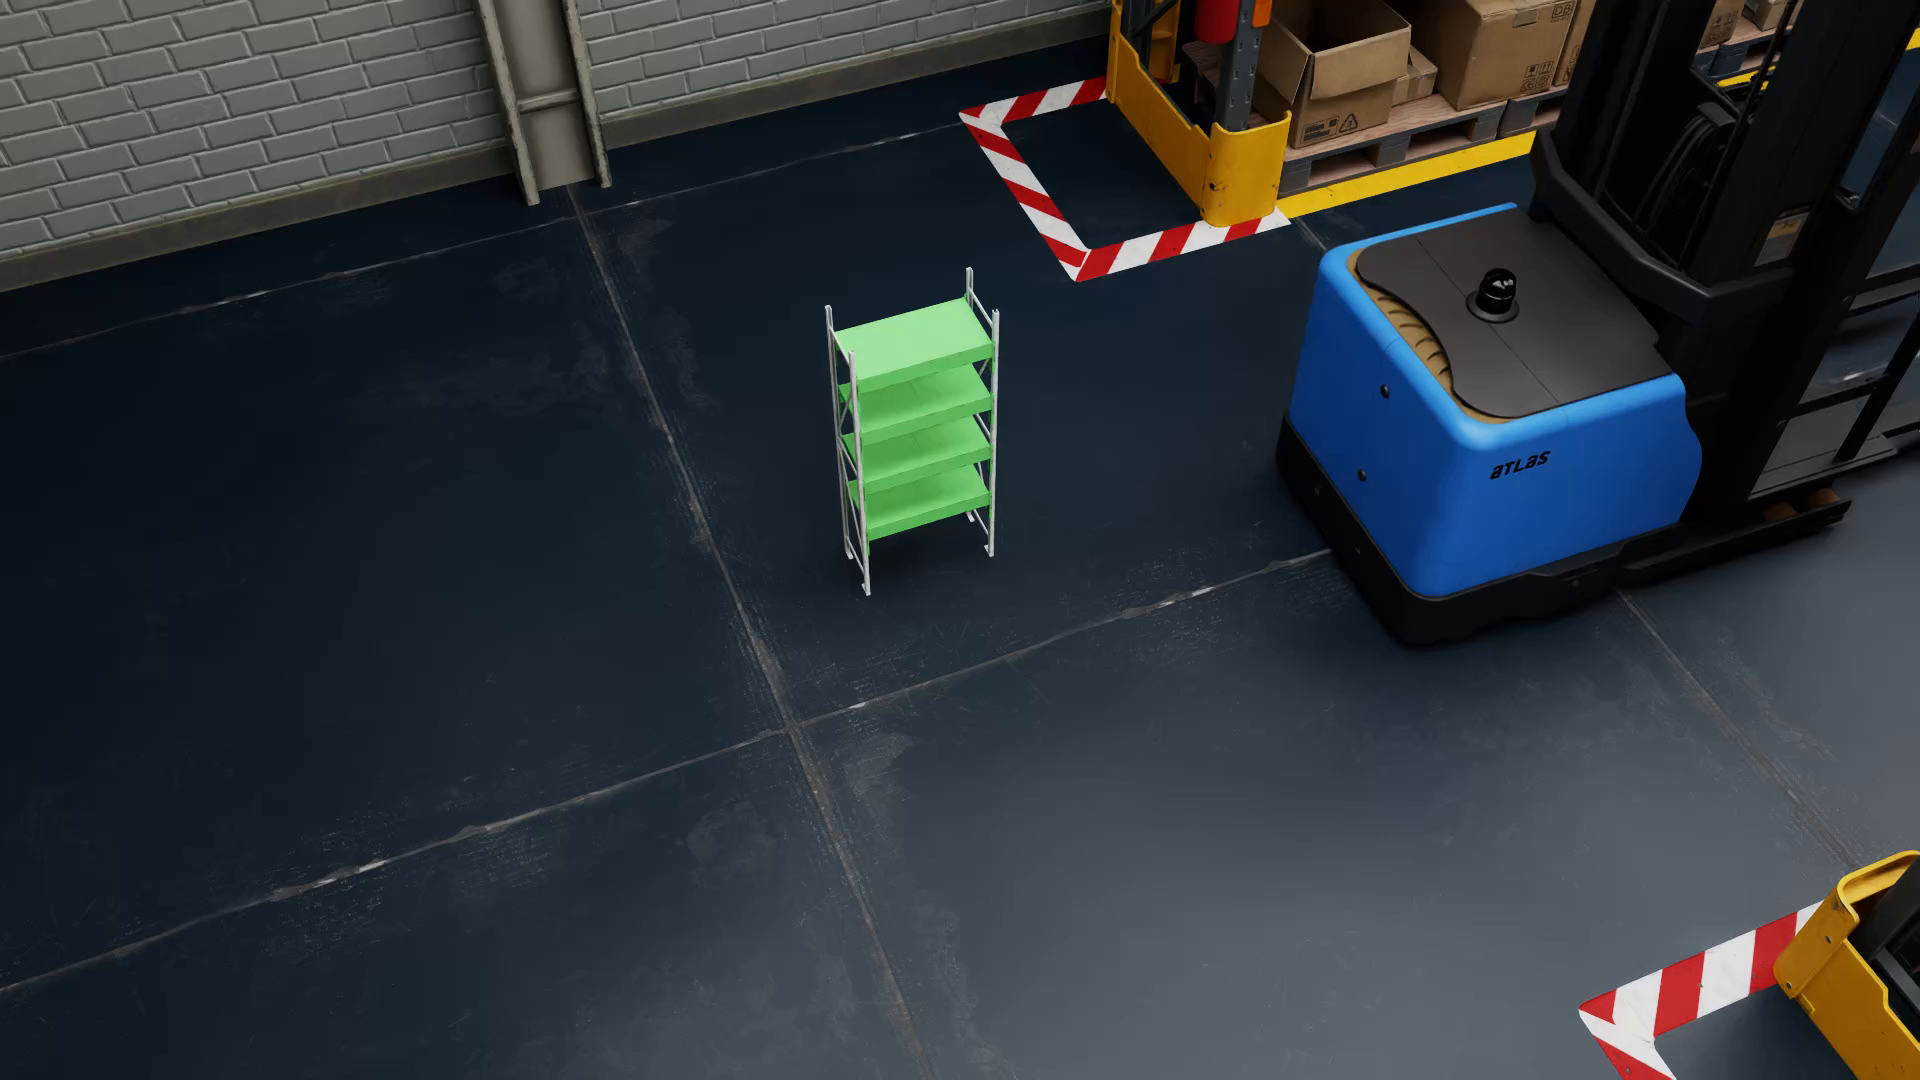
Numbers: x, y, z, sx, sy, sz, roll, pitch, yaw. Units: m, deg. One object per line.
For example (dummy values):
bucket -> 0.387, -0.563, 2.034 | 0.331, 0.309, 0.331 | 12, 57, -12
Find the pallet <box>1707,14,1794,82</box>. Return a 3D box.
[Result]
pallet -> 4.066, -2.842, 8.552 | 1.213, 0.211, 1.003 | -17, 52, -14

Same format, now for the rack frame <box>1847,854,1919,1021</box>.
rack frame -> 2.879, 0.685, 3.684 | 0.127, 3.000, 1.000 | -17, 52, -14

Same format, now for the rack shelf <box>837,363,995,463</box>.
rack shelf -> -0.153, -0.458, 5.620 | 0.480, 0.148, 0.258 | -17, 52, -14

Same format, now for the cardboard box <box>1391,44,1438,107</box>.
cardboard box -> 2.009, -2.211, 7.774 | 0.250, 0.149, 0.380 | -19, 52, -16

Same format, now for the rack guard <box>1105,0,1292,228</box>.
rack guard -> 1.069, -2.007, 7.644 | 0.348, 0.500, 1.175 | -17, 52, -14

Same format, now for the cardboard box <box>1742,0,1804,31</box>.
cardboard box -> 3.967, -2.725, 8.138 | 0.258, 0.266, 0.396 | -16, 51, -13

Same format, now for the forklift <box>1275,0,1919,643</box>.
forklift -> 2.789, -1.299, 5.434 | 3.031, 2.935, 1.130 | -16, 51, -13

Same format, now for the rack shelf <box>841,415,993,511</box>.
rack shelf -> -0.153, -0.302, 5.802 | 0.480, 0.148, 0.258 | -17, 52, -14

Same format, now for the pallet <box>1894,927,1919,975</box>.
pallet -> 3.590, 1.309, 4.986 | 1.213, 0.211, 1.003 | -17, 52, -14

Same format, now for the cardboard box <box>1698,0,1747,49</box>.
cardboard box -> 3.368, -2.747, 8.003 | 0.500, 0.500, 0.700 | -19, 52, -16

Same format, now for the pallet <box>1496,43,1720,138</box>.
pallet -> 2.934, -2.489, 8.249 | 1.213, 0.211, 1.003 | -17, 52, -14

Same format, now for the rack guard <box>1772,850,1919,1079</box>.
rack guard -> 2.857, 1.506, 4.627 | 0.348, 0.500, 1.175 | -17, 52, -14

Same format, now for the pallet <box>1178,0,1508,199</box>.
pallet -> 1.807, -2.142, 7.951 | 1.213, 0.211, 1.003 | -17, 52, -14

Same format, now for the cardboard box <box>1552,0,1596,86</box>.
cardboard box -> 2.934, -2.530, 7.817 | 0.500, 0.500, 0.500 | -16, 51, -14

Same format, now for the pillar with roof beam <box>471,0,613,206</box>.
pillar with roof beam -> -0.210, -1.590, 1.684 | 0.400, 9.000, 9.100 | -17, 52, -14

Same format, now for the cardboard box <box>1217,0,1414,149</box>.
cardboard box -> 1.601, -2.232, 7.558 | 0.637, 0.503, 0.797 | -19, 52, -16

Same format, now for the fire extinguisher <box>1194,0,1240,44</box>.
fire extinguisher -> 1.037, -2.286, 6.533 | 0.183, 0.674, 0.296 | -17, 52, -14

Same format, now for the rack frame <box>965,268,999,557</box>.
rack frame -> 0.073, -0.413, 5.814 | 0.015, 1.200, 0.240 | -17, 52, -14

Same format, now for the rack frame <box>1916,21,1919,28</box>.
rack frame -> 4.702, -3.947, 7.663 | 0.127, 3.000, 1.000 | -17, 52, -14

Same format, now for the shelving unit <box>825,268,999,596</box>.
shelving unit -> -0.153, -0.343, 5.754 | 0.503, 1.200, 0.258 | -17, 52, -14

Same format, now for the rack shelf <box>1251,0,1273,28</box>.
rack shelf -> 2.850, -3.139, 7.443 | 4.000, 0.370, 1.077 | -17, 52, -14

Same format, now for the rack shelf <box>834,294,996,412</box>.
rack shelf -> -0.153, -0.614, 5.438 | 0.480, 0.148, 0.258 | -17, 52, -14

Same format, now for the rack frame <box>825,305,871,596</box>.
rack frame -> -0.379, -0.273, 5.694 | 0.015, 1.200, 0.240 | -17, 52, -14

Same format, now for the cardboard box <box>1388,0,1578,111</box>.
cardboard box -> 2.407, -2.449, 7.747 | 0.500, 0.500, 0.700 | -15, 51, -13

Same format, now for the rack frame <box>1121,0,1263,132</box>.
rack frame -> 0.999, -2.800, 6.677 | 0.127, 3.000, 1.000 | -17, 52, -14

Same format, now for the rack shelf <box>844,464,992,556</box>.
rack shelf -> -0.153, -0.145, 5.985 | 0.480, 0.148, 0.258 | -17, 52, -14
